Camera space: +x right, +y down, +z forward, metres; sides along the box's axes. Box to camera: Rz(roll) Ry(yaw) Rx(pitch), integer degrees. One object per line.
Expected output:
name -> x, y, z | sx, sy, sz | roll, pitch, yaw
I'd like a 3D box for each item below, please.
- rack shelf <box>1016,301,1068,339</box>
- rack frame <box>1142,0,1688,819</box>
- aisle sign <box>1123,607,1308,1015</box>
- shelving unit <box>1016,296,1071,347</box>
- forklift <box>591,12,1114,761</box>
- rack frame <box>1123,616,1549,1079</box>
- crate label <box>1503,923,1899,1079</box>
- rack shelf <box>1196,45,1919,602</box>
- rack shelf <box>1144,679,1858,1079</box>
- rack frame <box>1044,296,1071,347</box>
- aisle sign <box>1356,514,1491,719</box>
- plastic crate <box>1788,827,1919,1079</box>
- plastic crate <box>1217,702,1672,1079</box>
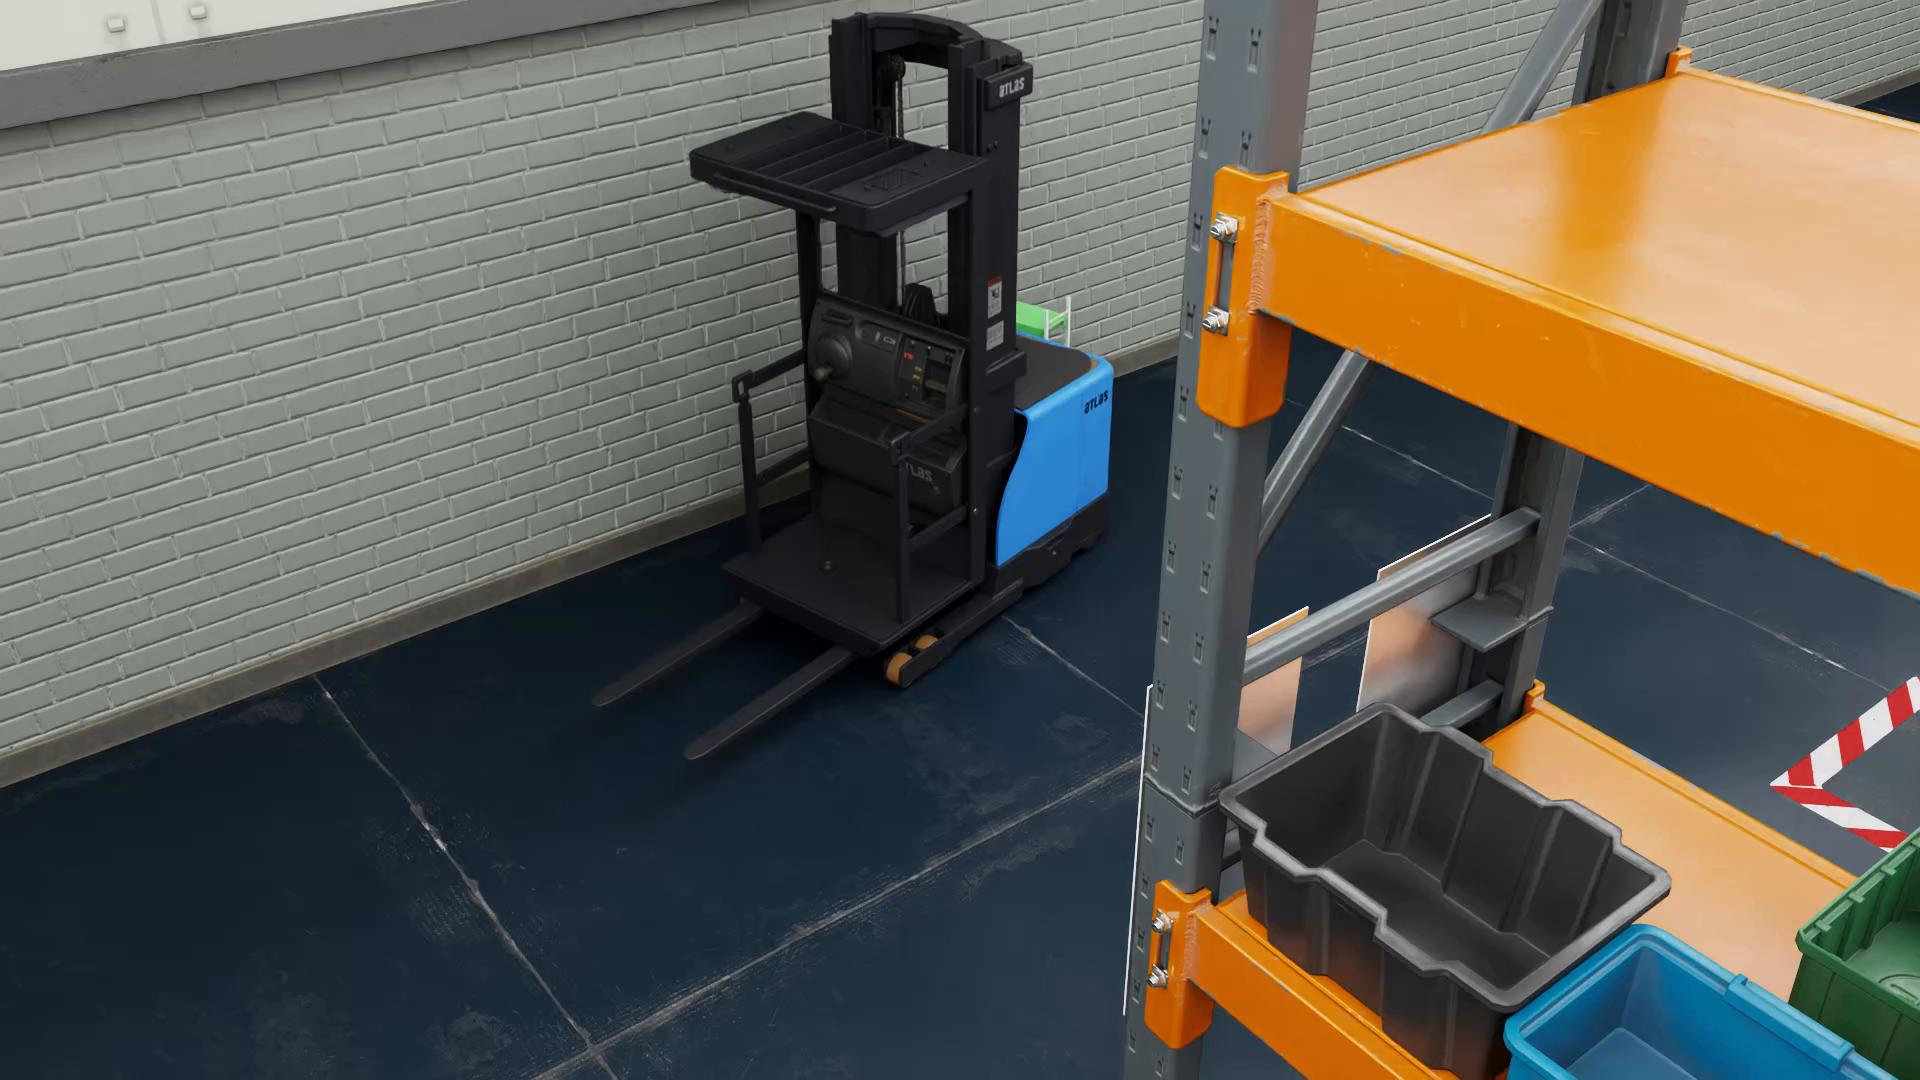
rack shelf -> 0.336, -1.210, 9.273 | 0.480, 0.148, 0.258 | 21, 38, 30
rack frame -> 0.751, -0.991, 2.317 | 1.000, 3.000, 0.127 | -22, 38, -31
aisle sign -> 0.472, 0.519, 3.107 | 0.394, 0.787, 0.004 | -22, 38, -31
shelving unit -> 0.336, -0.857, 9.492 | 0.503, 1.200, 0.258 | 21, 38, 30
forklift -> -0.490, -0.825, 7.801 | 1.130, 2.935, 3.031 | 23, 39, 32
rack frame -> 0.751, 1.557, 3.899 | 1.000, 3.000, 0.127 | -22, 38, -31
crate label -> 1.061, 0.835, 2.360 | 0.408, 0.251, 0.502 | -22, 38, -31
rack shelf -> 1.977, 0.318, 1.270 | 1.077, 0.370, 4.000 | -22, 38, -31
rack shelf -> 1.977, 1.422, 1.956 | 1.077, 0.370, 4.000 | -22, 38, -31
rack frame -> 0.533, -0.781, 9.370 | 0.015, 1.200, 0.240 | 21, 38, 30
aisle sign -> 0.938, 0.328, 3.414 | 0.394, 0.787, 0.004 | -22, 38, -31
plastic crate -> 1.581, 0.692, 2.651 | 0.450, 0.188, 0.336 | -22, 38, -31
plastic crate -> 0.767, 0.589, 2.739 | 0.497, 0.269, 0.590 | -22, 38, -31
